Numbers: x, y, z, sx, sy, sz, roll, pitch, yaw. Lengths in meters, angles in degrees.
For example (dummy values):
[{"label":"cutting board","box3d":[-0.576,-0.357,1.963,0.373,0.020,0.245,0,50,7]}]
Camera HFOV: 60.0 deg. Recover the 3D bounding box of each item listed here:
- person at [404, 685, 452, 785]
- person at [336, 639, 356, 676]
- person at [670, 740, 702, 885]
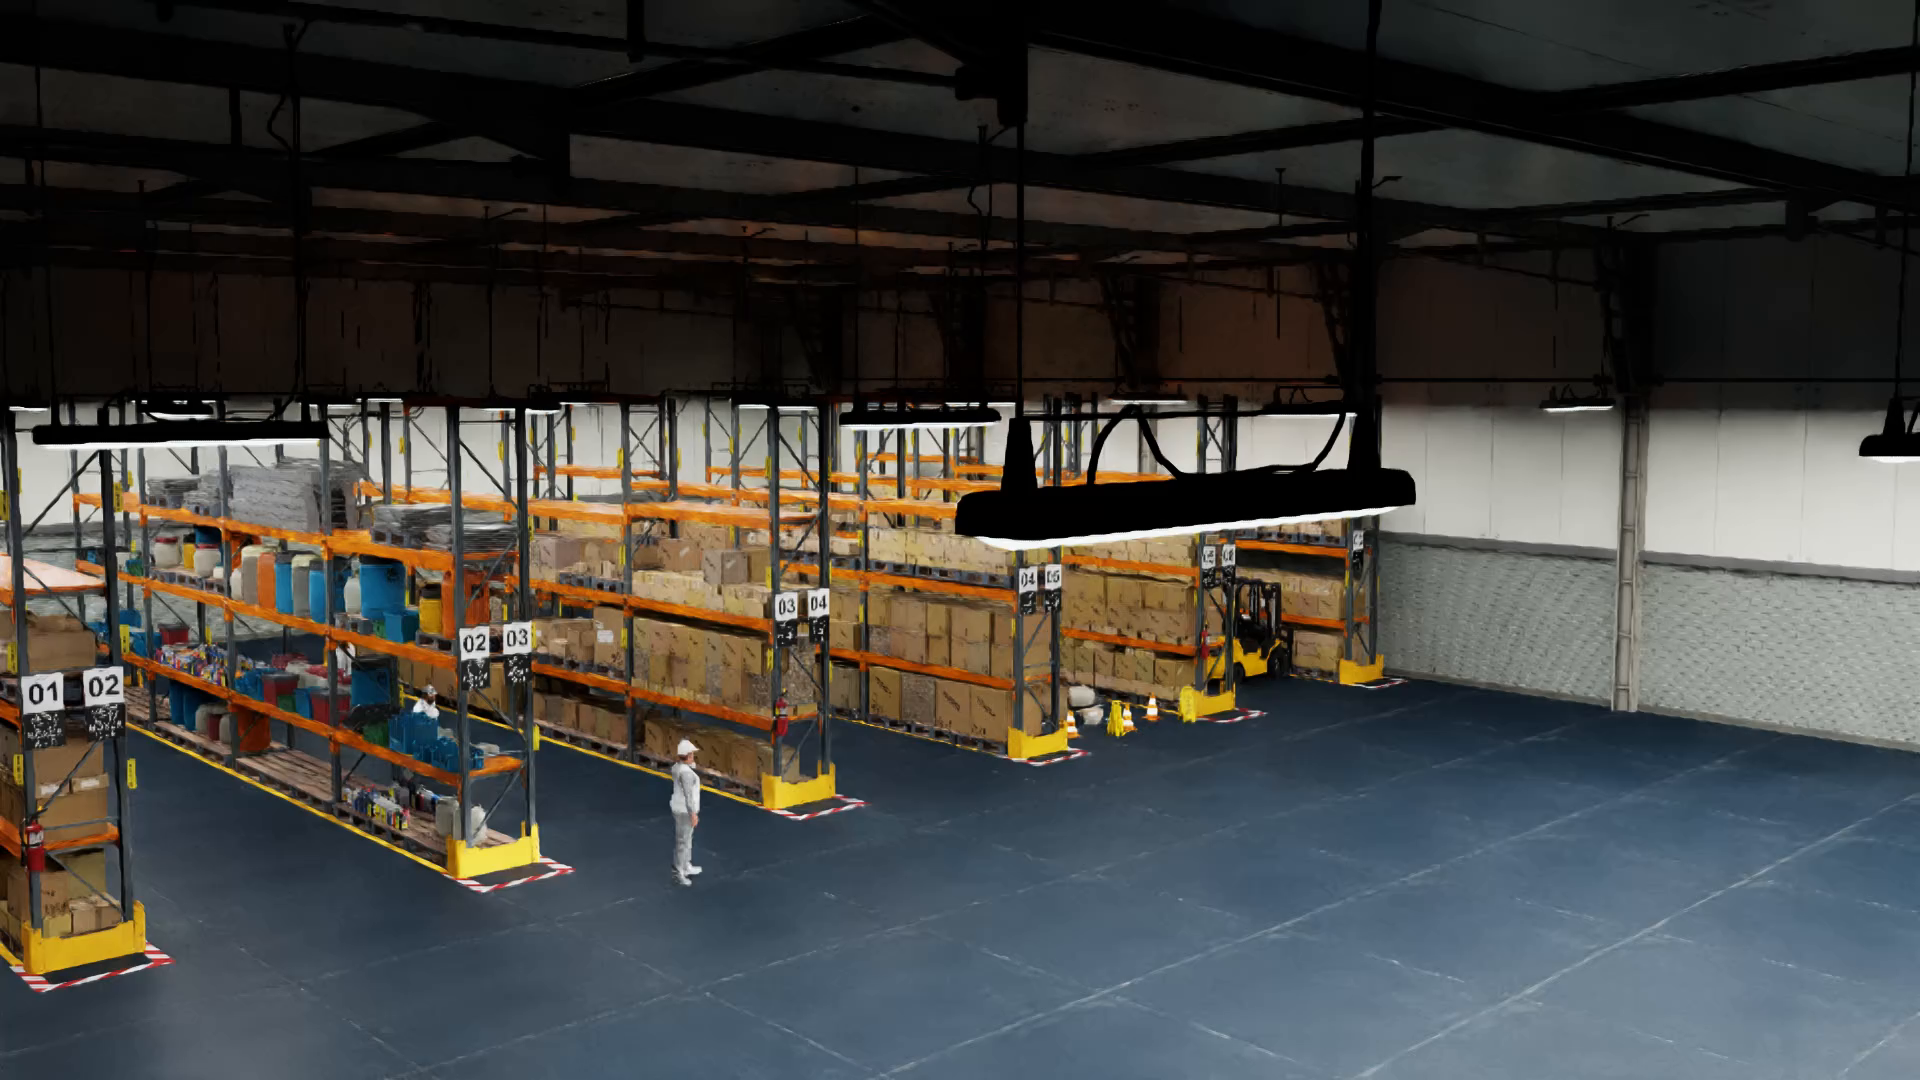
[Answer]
[{"label":"person","box3d":[-8.283,3.035,25.761,0.719,1.614,0.608,2,6,24]},{"label":"person","box3d":[-11.379,2.501,30.712,0.566,1.706,1.122,-5,7,-40]},{"label":"person","box3d":[-3.452,3.409,20.993,0.461,1.776,0.618,-2,6,-20]}]
